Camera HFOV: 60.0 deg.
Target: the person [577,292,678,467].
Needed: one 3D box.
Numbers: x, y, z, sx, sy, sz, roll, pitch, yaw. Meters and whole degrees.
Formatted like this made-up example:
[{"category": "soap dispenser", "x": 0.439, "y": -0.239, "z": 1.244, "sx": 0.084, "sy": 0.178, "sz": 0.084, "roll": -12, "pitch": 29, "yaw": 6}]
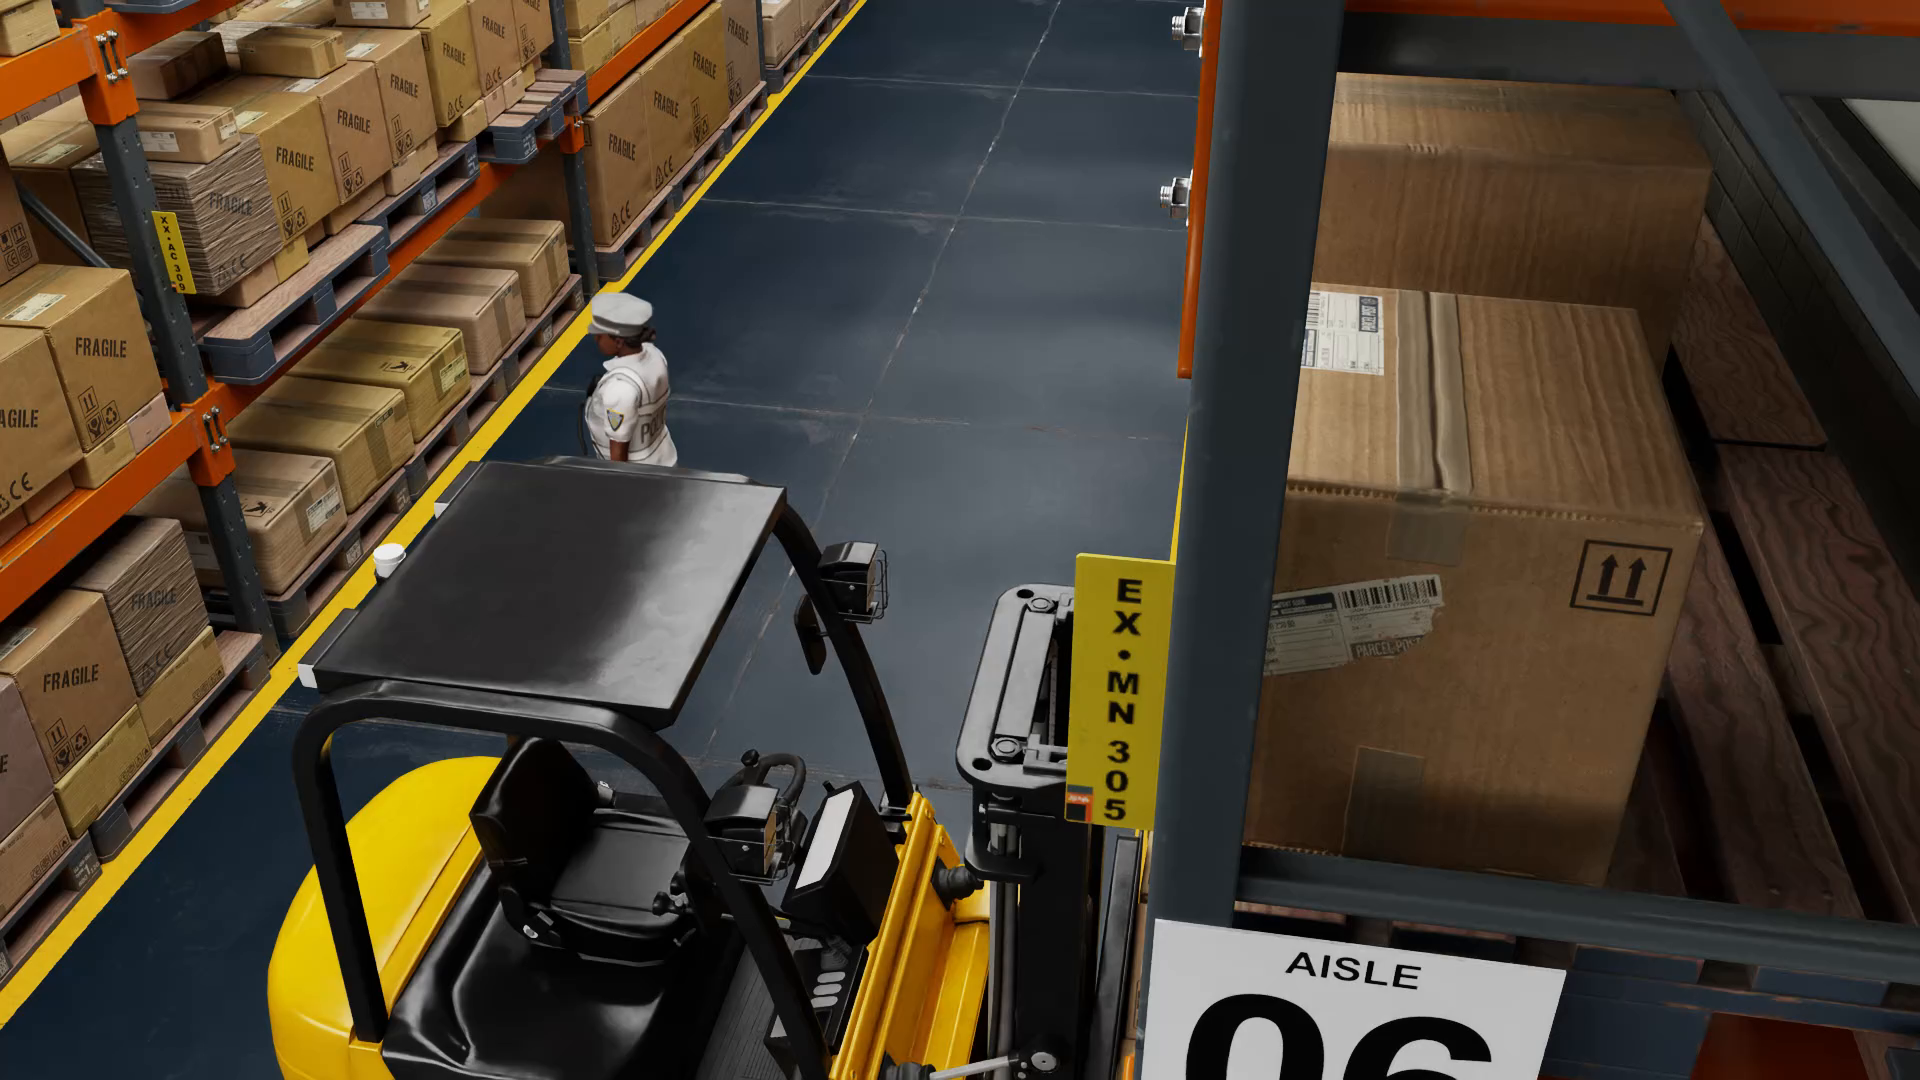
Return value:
[{"category": "person", "x": -1.376, "y": -0.256, "z": 7.035, "sx": 0.341, "sy": 1.674, "sz": 0.437, "roll": 6, "pitch": 33, "yaw": 9}]
